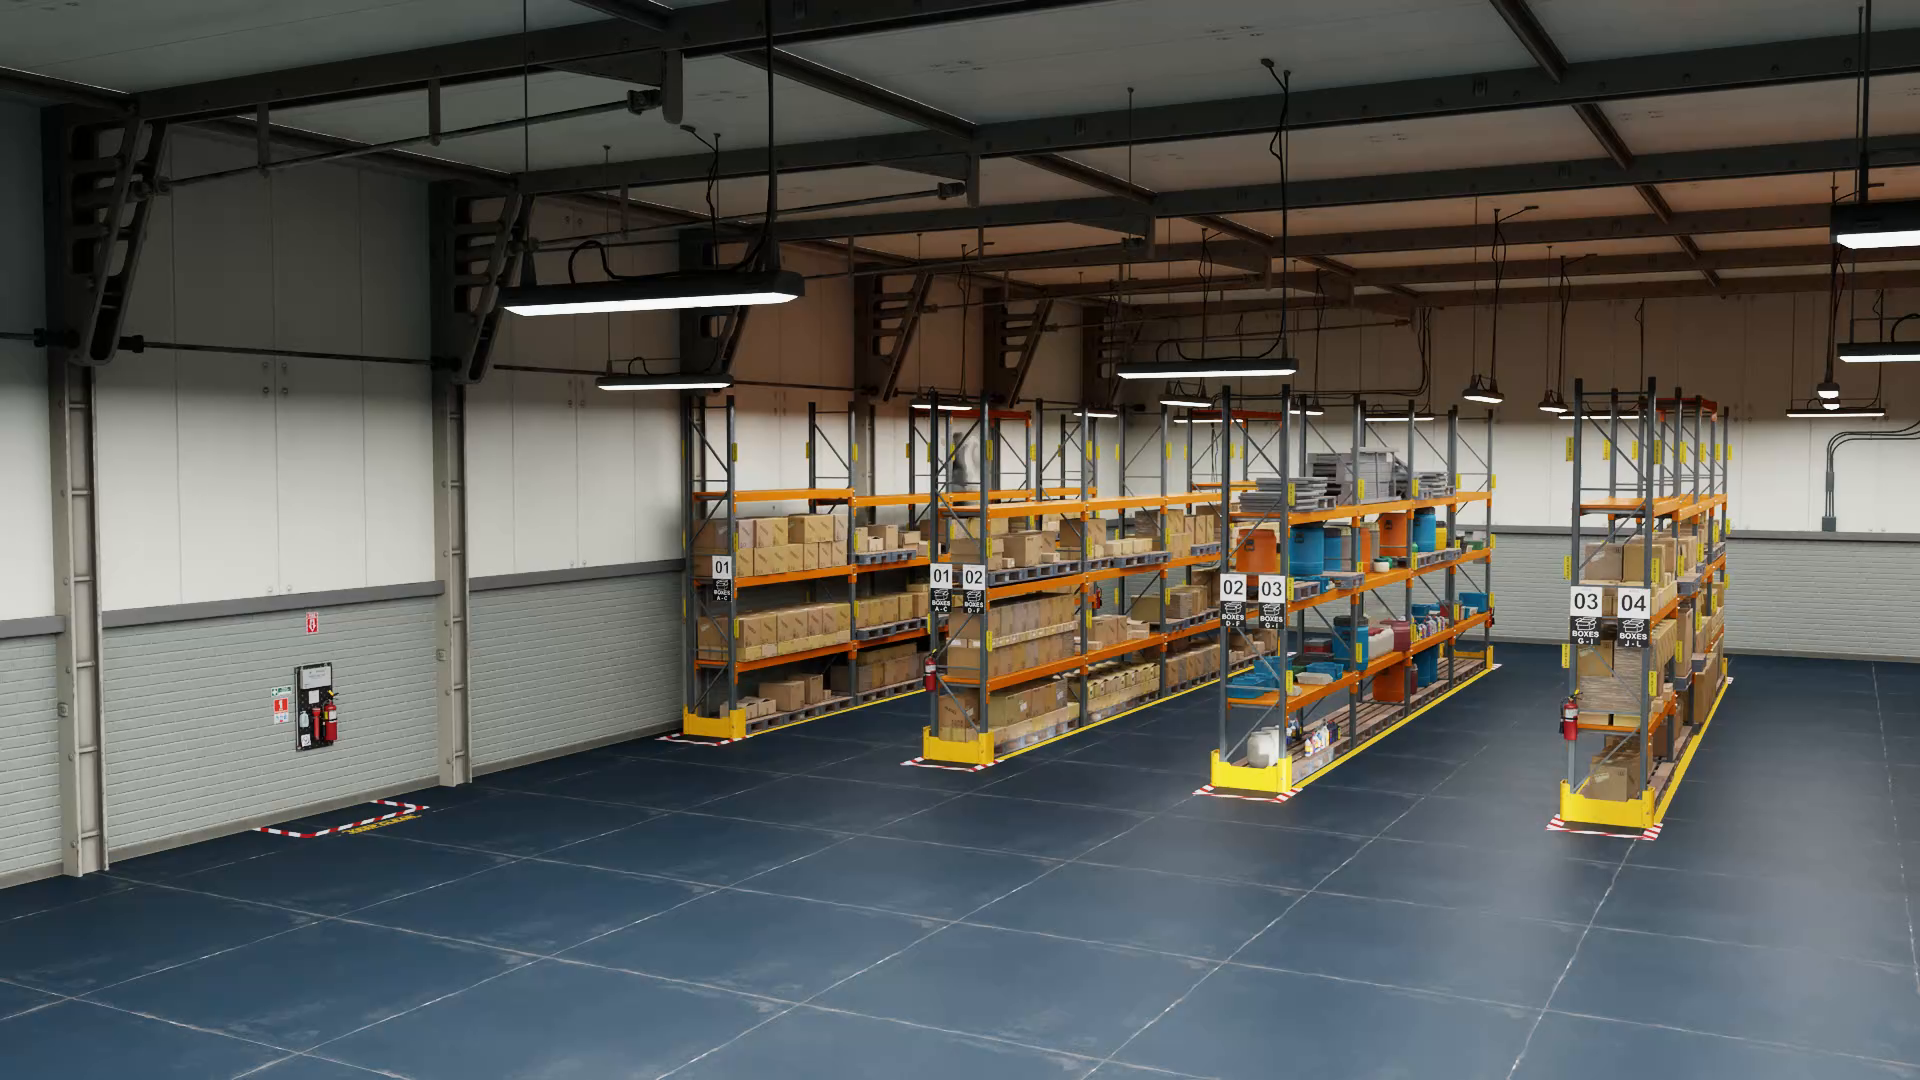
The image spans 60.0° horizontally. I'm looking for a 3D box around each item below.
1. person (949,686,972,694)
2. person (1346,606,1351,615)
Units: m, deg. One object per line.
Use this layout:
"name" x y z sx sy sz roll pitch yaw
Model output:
"person" 0.068 2.455 31.660 0.665 1.692 0.903 2 3 27
"person" 8.532 2.270 36.374 0.565 1.637 0.542 2 4 33
